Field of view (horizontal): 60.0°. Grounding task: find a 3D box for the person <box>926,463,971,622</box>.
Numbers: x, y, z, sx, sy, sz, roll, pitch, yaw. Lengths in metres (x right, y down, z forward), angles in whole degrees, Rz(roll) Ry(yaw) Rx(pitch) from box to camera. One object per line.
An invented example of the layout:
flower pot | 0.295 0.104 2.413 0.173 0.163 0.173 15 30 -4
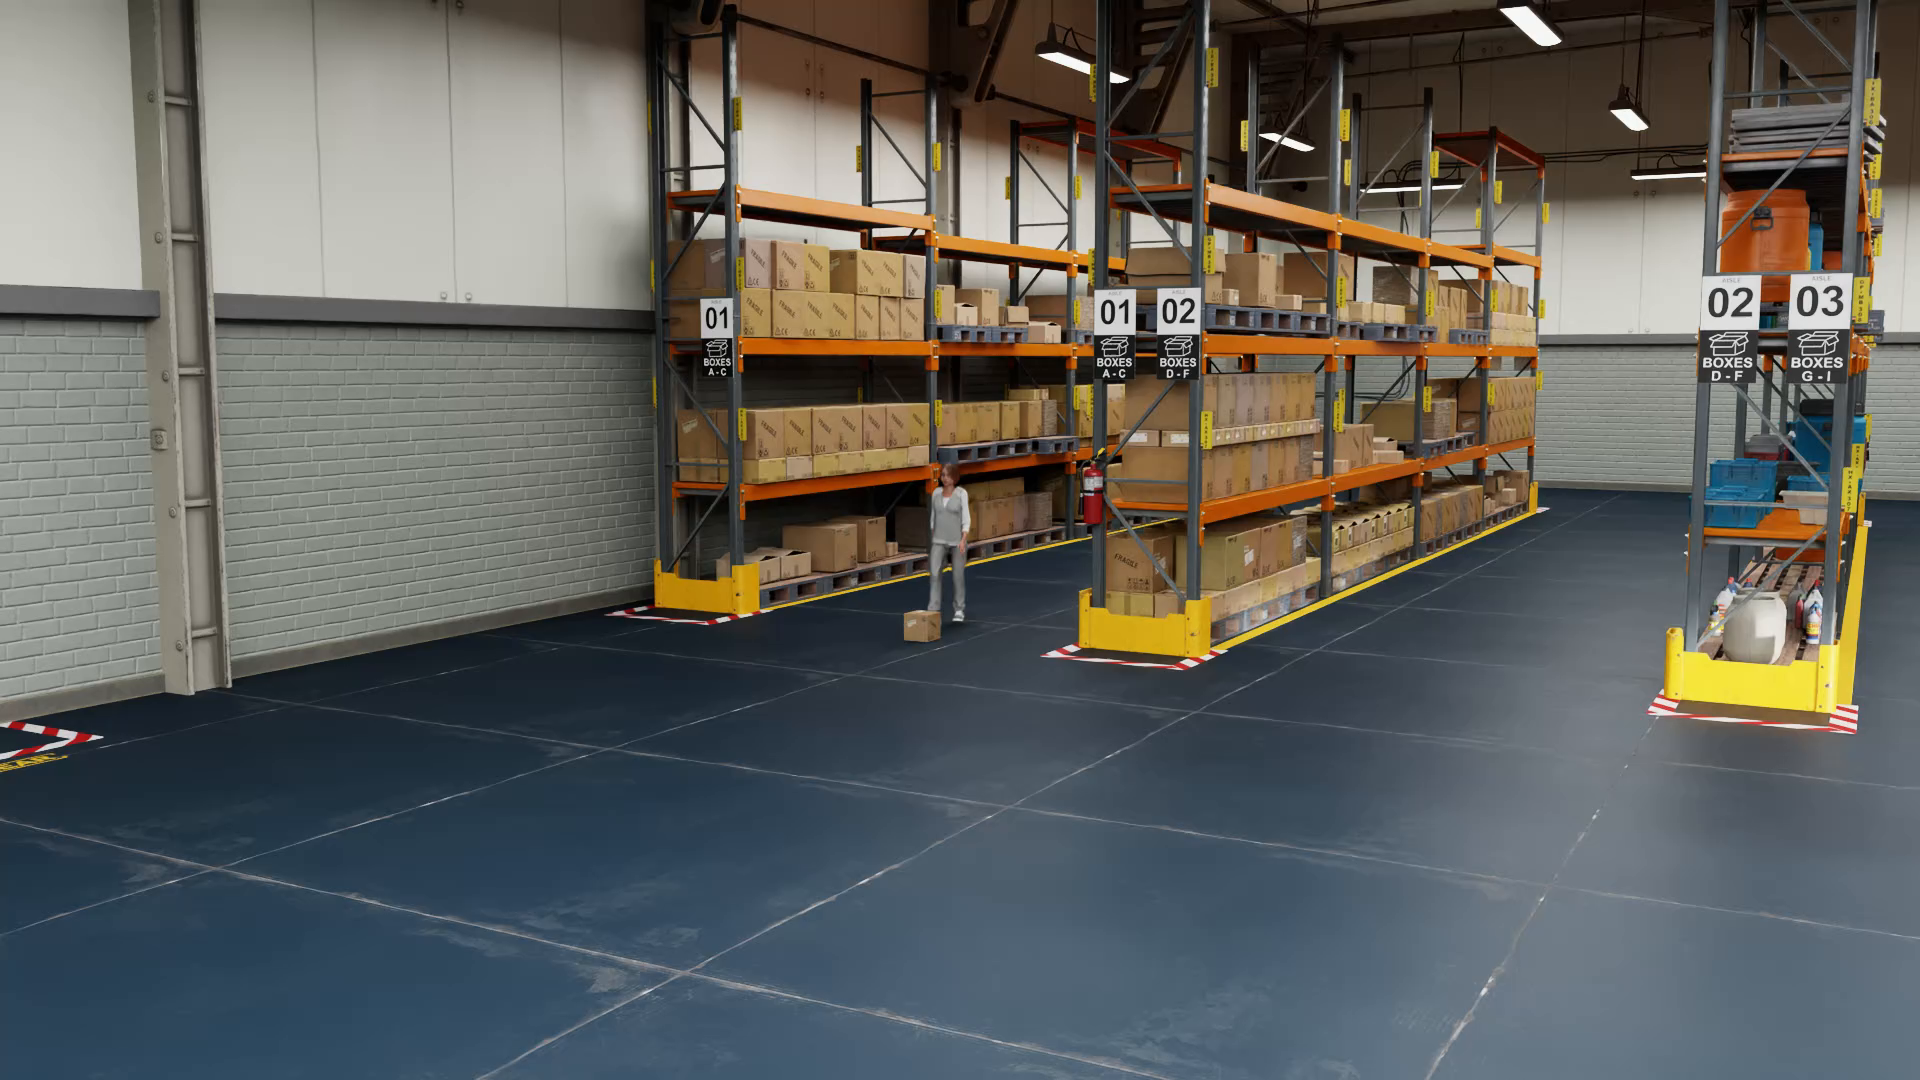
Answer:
person | -0.113 0.044 16.011 0.430 1.565 0.823 1 6 11
